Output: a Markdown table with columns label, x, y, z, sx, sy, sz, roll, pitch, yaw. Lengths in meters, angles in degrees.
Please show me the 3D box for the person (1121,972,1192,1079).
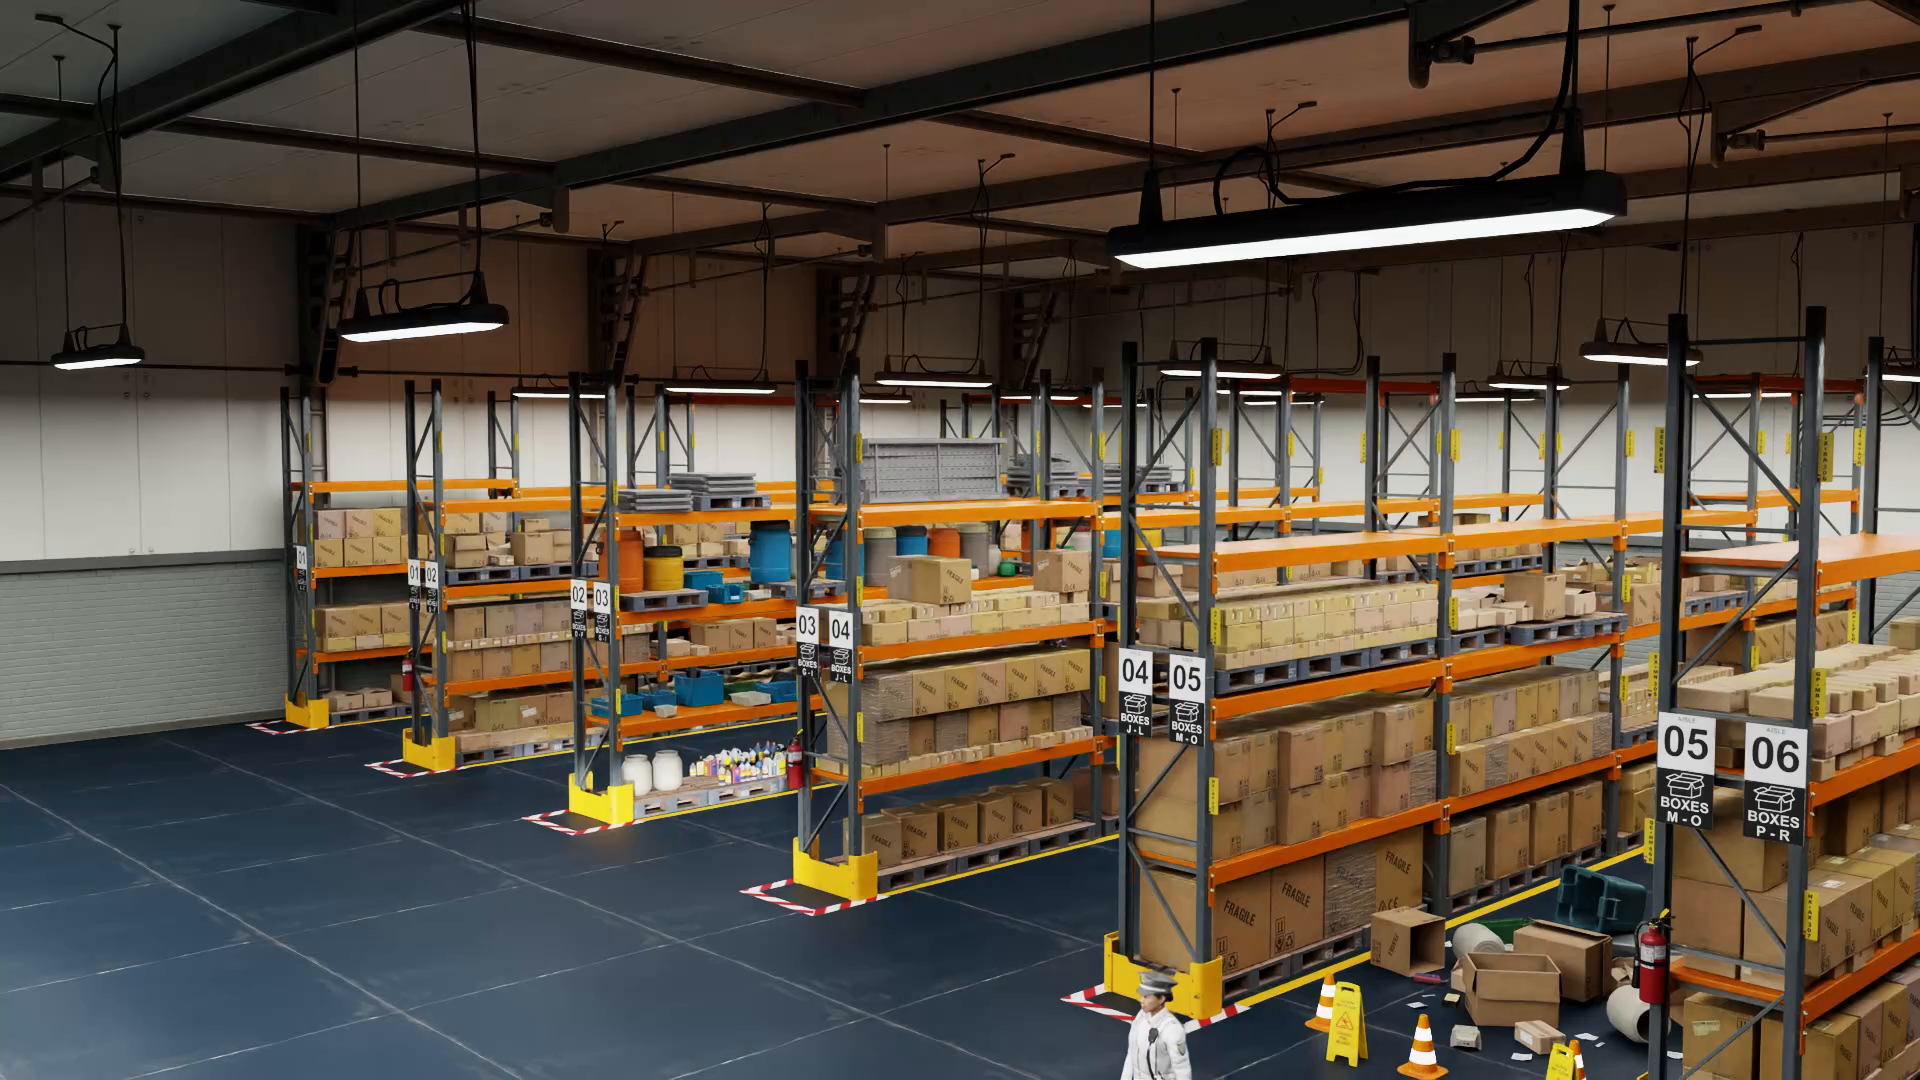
| label | x | y | z | sx | sy | sz | roll | pitch | yaw |
| --- | --- | --- | --- | --- | --- | --- | --- | --- | --- |
| person | 1.229 | 3.638 | 10.828 | 0.798 | 1.676 | 0.511 | -2 | 4 | -23 |
